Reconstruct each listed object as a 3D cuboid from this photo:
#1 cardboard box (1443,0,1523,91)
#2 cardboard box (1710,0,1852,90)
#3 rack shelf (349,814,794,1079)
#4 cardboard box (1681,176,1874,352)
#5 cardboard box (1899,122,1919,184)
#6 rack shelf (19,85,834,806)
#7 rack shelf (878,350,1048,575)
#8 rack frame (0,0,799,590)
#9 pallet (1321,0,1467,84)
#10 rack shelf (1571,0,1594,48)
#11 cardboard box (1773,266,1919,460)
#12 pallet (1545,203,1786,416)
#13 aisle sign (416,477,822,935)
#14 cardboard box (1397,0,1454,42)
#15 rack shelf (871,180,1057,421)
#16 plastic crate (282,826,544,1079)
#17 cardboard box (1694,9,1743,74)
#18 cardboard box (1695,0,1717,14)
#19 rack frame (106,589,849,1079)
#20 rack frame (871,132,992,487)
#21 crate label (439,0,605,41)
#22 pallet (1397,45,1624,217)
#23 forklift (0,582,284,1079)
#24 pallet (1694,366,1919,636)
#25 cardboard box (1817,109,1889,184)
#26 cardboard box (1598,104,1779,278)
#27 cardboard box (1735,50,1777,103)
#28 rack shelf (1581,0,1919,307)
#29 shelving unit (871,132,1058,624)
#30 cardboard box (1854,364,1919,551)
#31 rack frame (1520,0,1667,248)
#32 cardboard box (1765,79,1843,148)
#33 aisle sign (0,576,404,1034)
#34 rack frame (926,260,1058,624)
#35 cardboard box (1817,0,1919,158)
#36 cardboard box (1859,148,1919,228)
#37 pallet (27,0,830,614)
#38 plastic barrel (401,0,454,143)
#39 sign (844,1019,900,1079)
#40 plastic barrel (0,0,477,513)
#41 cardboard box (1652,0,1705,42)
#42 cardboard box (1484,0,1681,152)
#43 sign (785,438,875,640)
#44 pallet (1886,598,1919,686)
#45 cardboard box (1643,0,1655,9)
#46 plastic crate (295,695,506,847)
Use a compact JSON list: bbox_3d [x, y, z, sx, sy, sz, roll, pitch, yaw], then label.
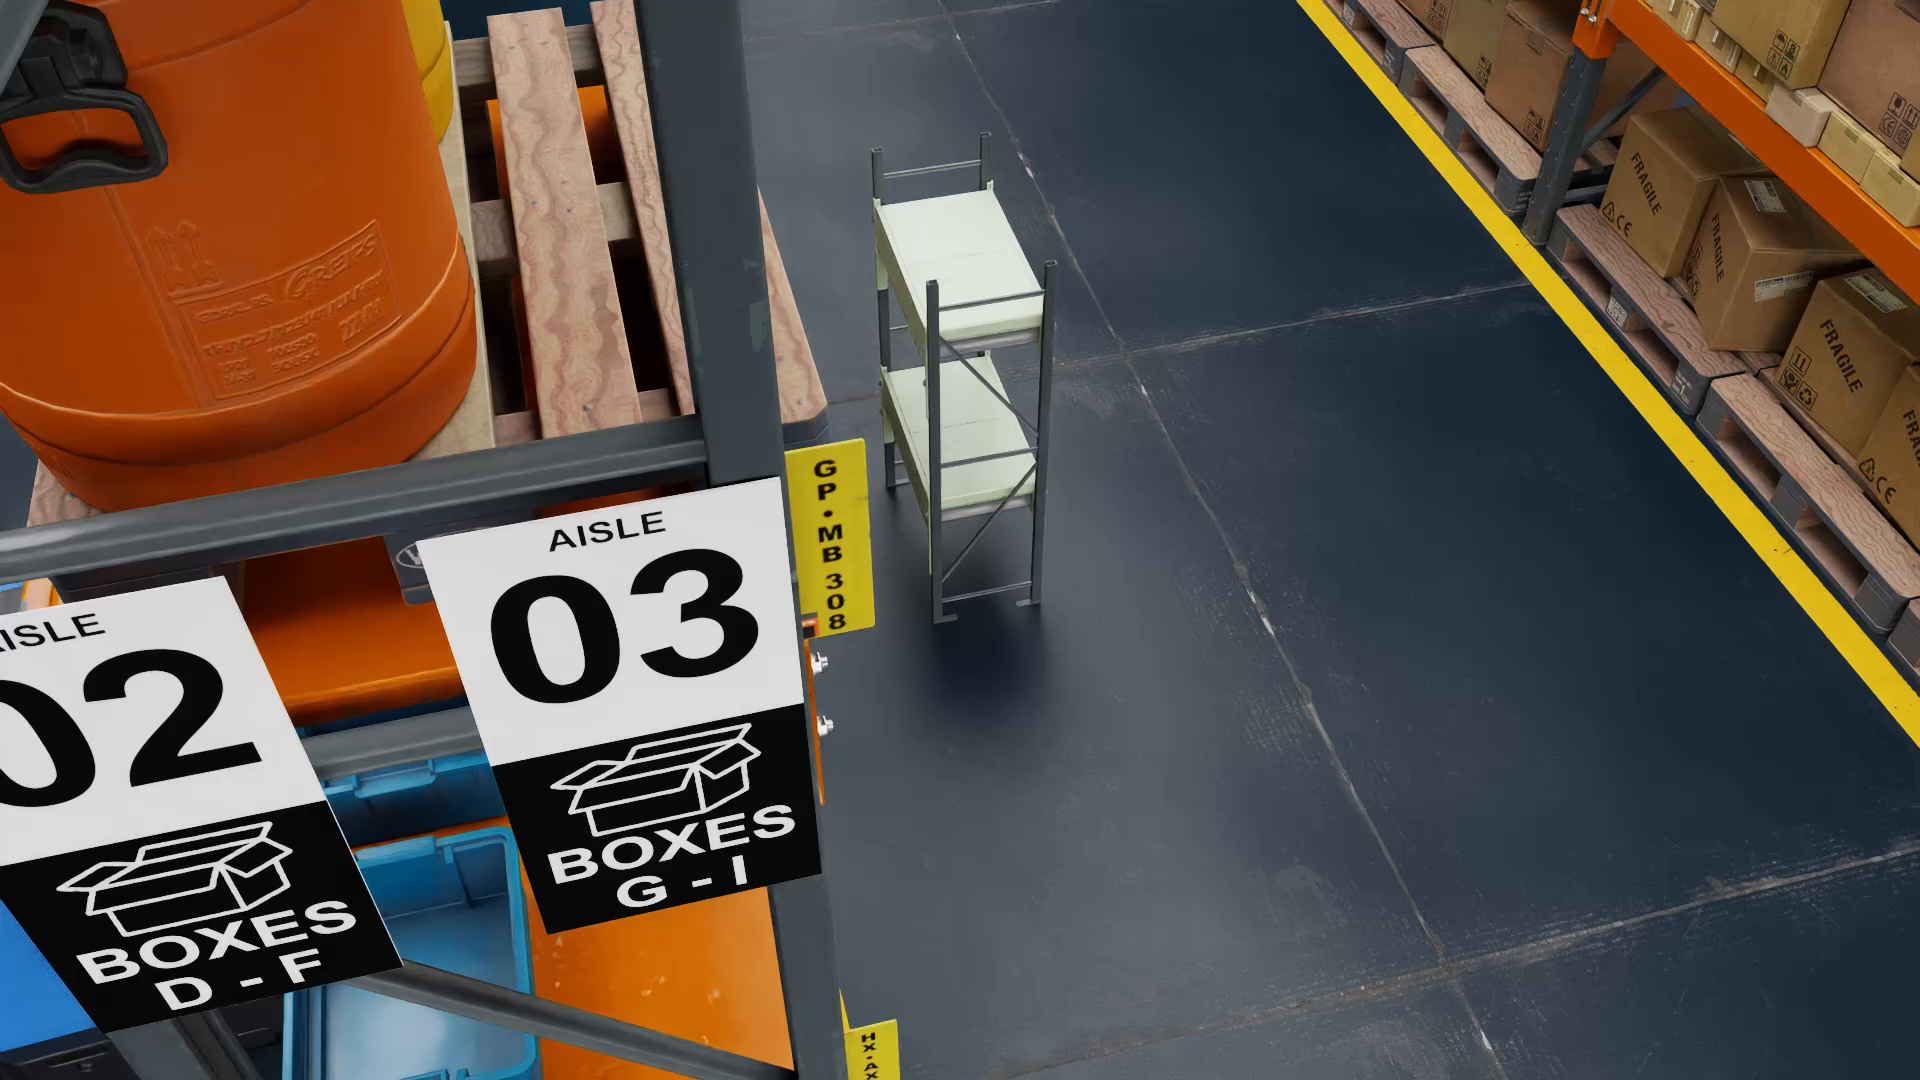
[{"bbox_3d":[2.832,-2.551,8.092,0.700,0.500,0.500,-11,47,-11],"label":"cardboard box"},{"bbox_3d":[3.221,-1.977,5.809,0.875,0.500,0.500,-11,47,-10],"label":"cardboard box"},{"bbox_3d":[-1.204,0.027,4.627,1.077,0.370,4.000,-11,47,-10],"label":"rack shelf"},{"bbox_3d":[3.290,-1.106,6.689,0.500,0.500,0.500,3,46,2],"label":"cardboard box"},{"bbox_3d":[3.535,-1.297,5.143,0.875,0.500,0.500,-11,47,-10],"label":"cardboard box"},{"bbox_3d":[-1.204,-1.023,3.556,1.077,0.370,4.000,-11,47,-10],"label":"rack shelf"},{"bbox_3d":[0.002,-0.292,5.943,0.431,0.370,0.720,-11,47,-10],"label":"rack shelf"},{"bbox_3d":[-0.692,-0.944,0.874,1.000,3.000,0.127,-11,47,-10],"label":"rack frame"},{"bbox_3d":[2.555,-2.916,8.960,1.003,0.211,1.213,-11,47,-10],"label":"pallet"},{"bbox_3d":[2.560,-3.640,8.221,1.077,0.370,4.000,-11,47,-10],"label":"rack shelf"},{"bbox_3d":[3.524,-0.691,6.283,0.500,0.500,0.500,-15,47,-14],"label":"cardboard box"},{"bbox_3d":[3.278,-1.078,7.158,1.003,0.211,1.213,-11,47,-10],"label":"pallet"},{"bbox_3d":[-0.390,0.242,2.092,0.394,0.787,0.004,-11,47,-10],"label":"aisle sign"},{"bbox_3d":[2.688,-2.937,8.470,0.700,0.500,0.500,-14,47,-14],"label":"cardboard box"},{"bbox_3d":[0.002,-0.793,5.431,0.431,0.370,0.720,-11,47,-10],"label":"rack shelf"},{"bbox_3d":[-1.109,0.917,3.355,0.499,0.251,0.616,-11,47,-10],"label":"plastic crate"},{"bbox_3d":[2.978,-1.877,6.165,0.380,0.149,0.250,-11,47,-10],"label":"cardboard box"},{"bbox_3d":[3.127,-2.328,6.153,0.875,0.500,0.500,-11,47,-10],"label":"cardboard box"},{"bbox_3d":[-0.692,1.156,3.017,1.000,3.000,0.127,-11,47,-10],"label":"rack frame"},{"bbox_3d":[-0.092,-0.773,5.957,0.400,1.500,0.023,-11,47,-10],"label":"rack frame"},{"bbox_3d":[-0.852,-1.194,3.324,0.502,0.251,0.408,-11,47,-10],"label":"crate label"},{"bbox_3d":[2.871,-2.072,8.133,1.003,0.211,1.213,-11,47,-10],"label":"pallet"},{"bbox_3d":[-3.395,0.372,3.833,3.031,2.935,1.130,-13,47,-12],"label":"forklift"},{"bbox_3d":[3.594,-0.234,6.331,1.003,0.211,1.213,-11,47,-10],"label":"pallet"},{"bbox_3d":[3.180,-1.361,5.660,0.380,0.149,0.250,-11,47,-10],"label":"cardboard box"},{"bbox_3d":[3.136,-1.500,7.076,0.500,0.500,0.500,-12,47,-12],"label":"cardboard box"},{"bbox_3d":[3.051,-1.706,5.998,0.380,0.149,0.250,-11,47,-10],"label":"cardboard box"},{"bbox_3d":[3.584,-0.878,5.514,1.077,0.370,4.000,-11,47,-10],"label":"rack shelf"},{"bbox_3d":[0.002,-0.520,5.710,0.431,1.500,0.755,-11,47,-10],"label":"shelving unit"},{"bbox_3d":[3.624,-0.298,5.898,0.500,0.500,0.500,-7,46,-7],"label":"cardboard box"},{"bbox_3d":[3.072,-2.511,6.611,1.000,3.000,0.127,-11,47,-10],"label":"rack frame"},{"bbox_3d":[3.076,-1.526,5.821,0.380,0.149,0.250,-11,47,-10],"label":"cardboard box"},{"bbox_3d":[-0.961,0.350,1.986,0.394,0.787,0.004,-11,47,-10],"label":"aisle sign"},{"bbox_3d":[0.095,-0.268,5.462,0.400,1.500,0.023,-11,47,-10],"label":"rack frame"},{"bbox_3d":[3.447,-1.650,5.488,0.875,0.500,0.500,-11,47,-10],"label":"cardboard box"},{"bbox_3d":[3.233,-1.187,5.488,0.380,0.149,0.250,-11,47,-10],"label":"cardboard box"},{"bbox_3d":[-0.809,-0.417,2.590,1.003,0.211,1.213,-11,47,-10],"label":"pallet"},{"bbox_3d":[-1.107,-0.870,2.477,0.600,0.588,0.600,0,46,0],"label":"plastic barrel"},{"bbox_3d":[-0.159,0.962,3.013,0.100,0.325,0.005,-11,47,-10],"label":"sign"},{"bbox_3d":[-0.939,-0.503,1.948,0.600,0.830,0.708,-11,47,-10],"label":"plastic barrel"},{"bbox_3d":[2.888,-2.045,6.330,0.380,0.149,0.250,-11,47,-10],"label":"cardboard box"},{"bbox_3d":[2.935,-2.218,7.766,0.700,0.500,0.500,-14,47,-13],"label":"cardboard box"},{"bbox_3d":[-0.159,0.006,2.038,0.100,0.325,0.005,-11,47,-10],"label":"sign"},{"bbox_3d":[3.903,0.607,5.508,1.003,0.211,1.213,-11,47,-10],"label":"pallet"},{"bbox_3d":[2.836,-2.220,6.501,0.380,0.149,0.250,-11,47,-10],"label":"cardboard box"},{"bbox_3d":[-1.270,0.468,3.795,0.499,0.251,0.408,-11,47,-10],"label":"plastic crate"}]
